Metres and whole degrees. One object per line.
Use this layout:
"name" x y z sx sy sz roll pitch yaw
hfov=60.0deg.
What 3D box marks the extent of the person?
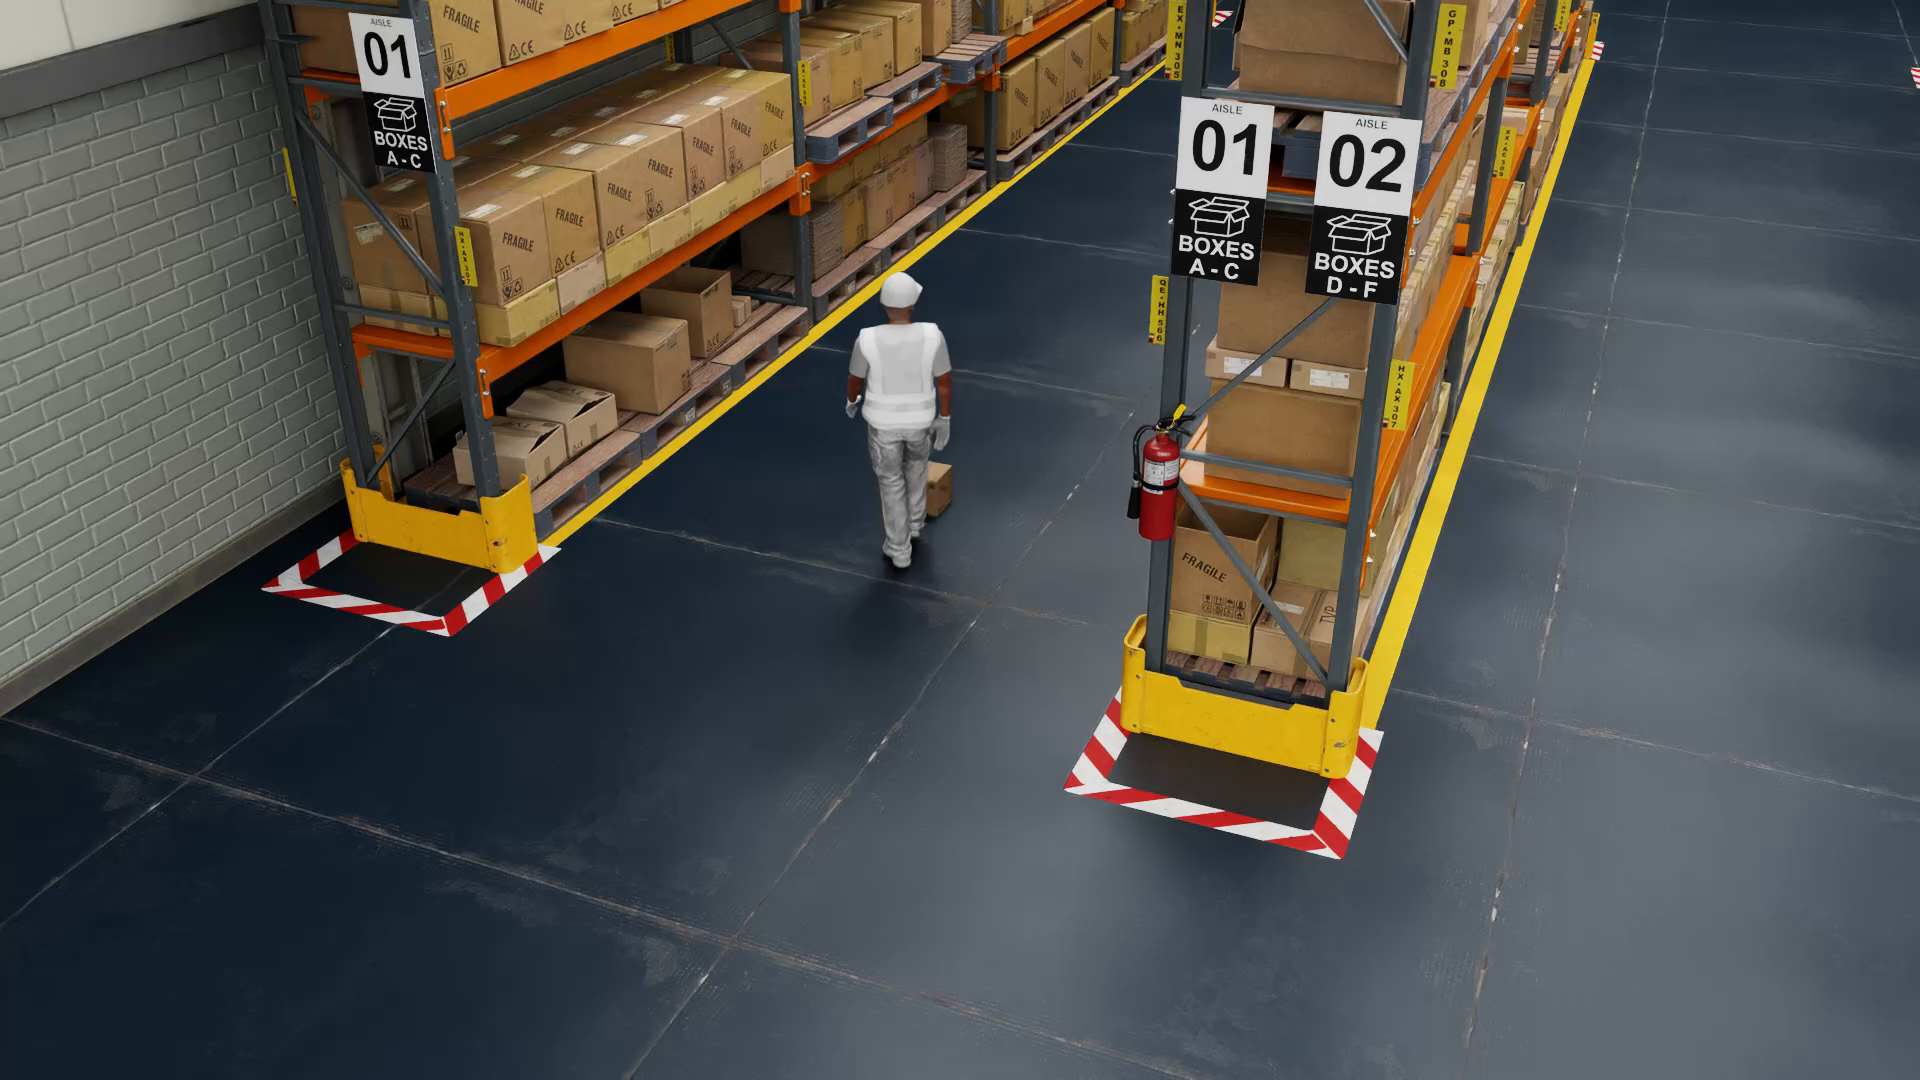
"person" -0.366 -0.700 9.669 0.569 1.862 0.566 -7 30 -13
